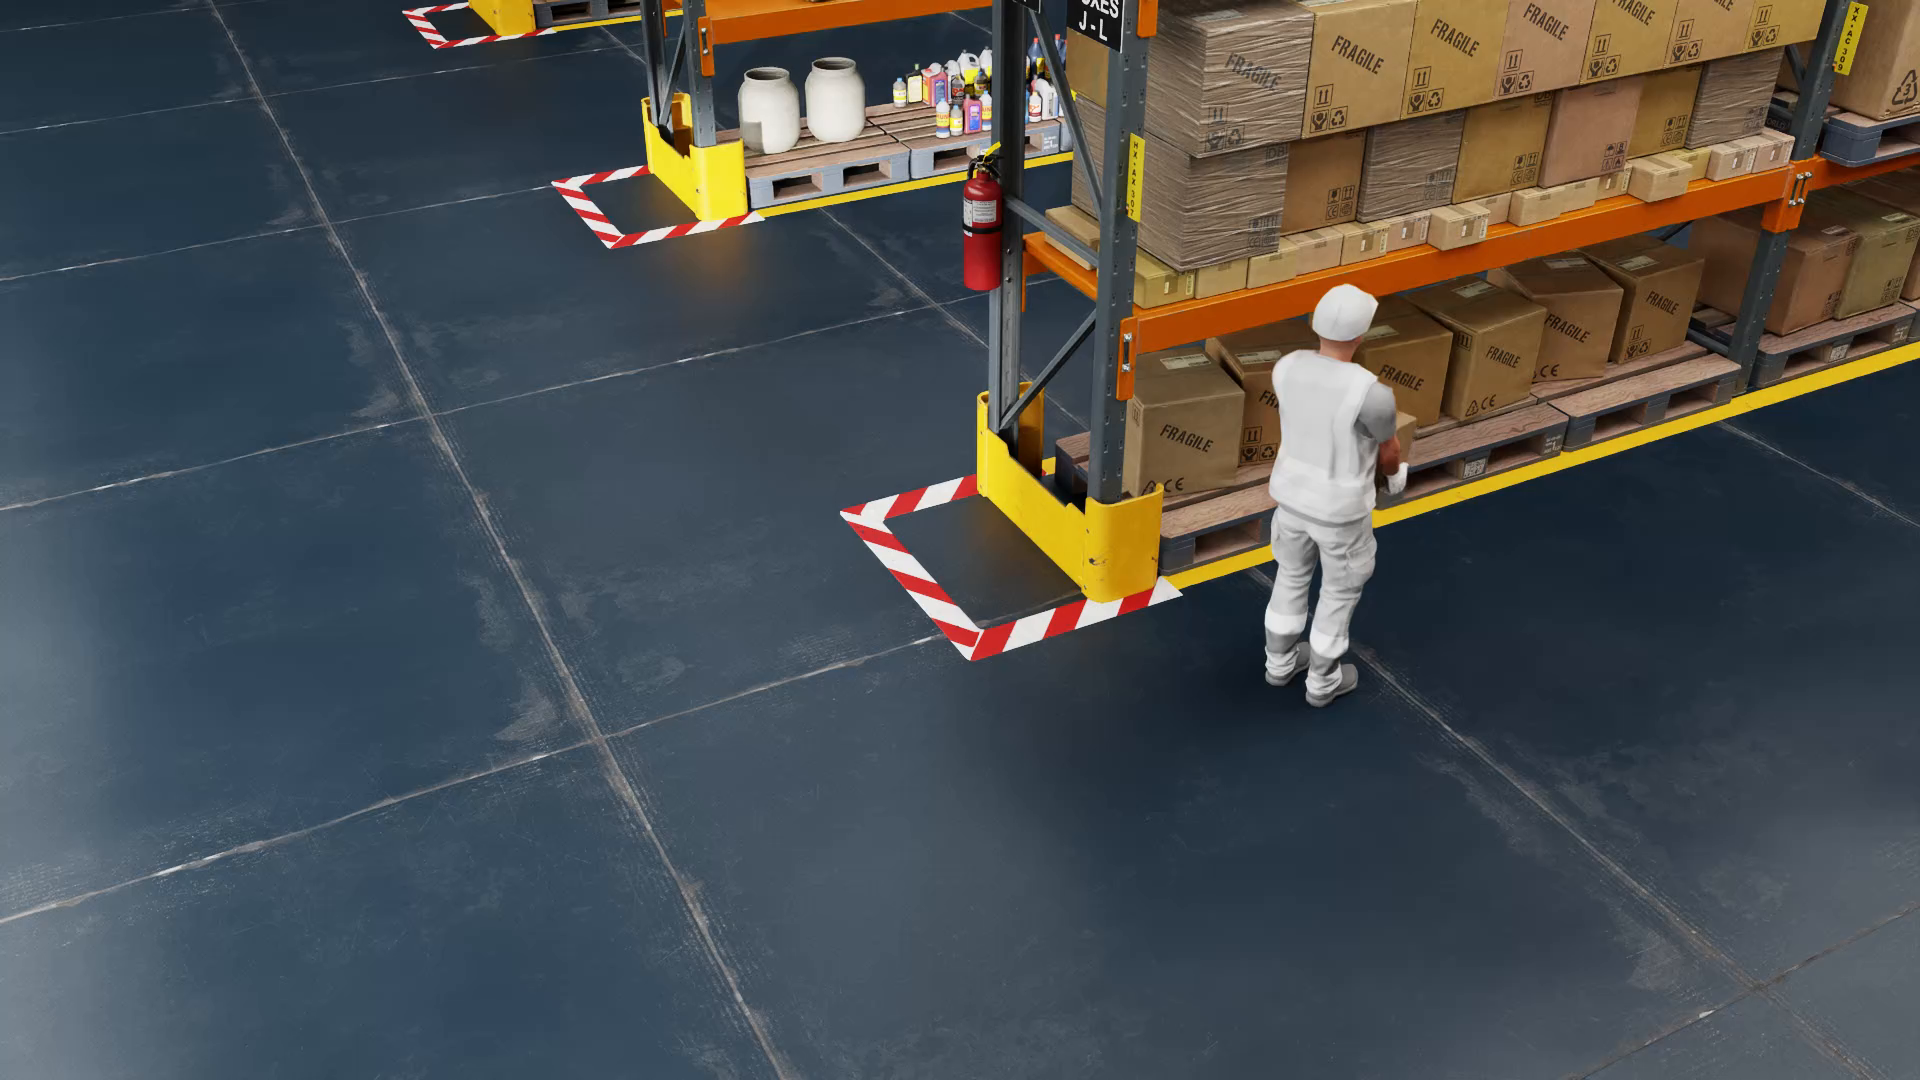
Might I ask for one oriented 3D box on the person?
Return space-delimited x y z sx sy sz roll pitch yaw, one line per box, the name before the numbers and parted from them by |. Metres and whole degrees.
person | 1.445 -0.189 6.410 0.495 1.787 0.561 27 41 35
